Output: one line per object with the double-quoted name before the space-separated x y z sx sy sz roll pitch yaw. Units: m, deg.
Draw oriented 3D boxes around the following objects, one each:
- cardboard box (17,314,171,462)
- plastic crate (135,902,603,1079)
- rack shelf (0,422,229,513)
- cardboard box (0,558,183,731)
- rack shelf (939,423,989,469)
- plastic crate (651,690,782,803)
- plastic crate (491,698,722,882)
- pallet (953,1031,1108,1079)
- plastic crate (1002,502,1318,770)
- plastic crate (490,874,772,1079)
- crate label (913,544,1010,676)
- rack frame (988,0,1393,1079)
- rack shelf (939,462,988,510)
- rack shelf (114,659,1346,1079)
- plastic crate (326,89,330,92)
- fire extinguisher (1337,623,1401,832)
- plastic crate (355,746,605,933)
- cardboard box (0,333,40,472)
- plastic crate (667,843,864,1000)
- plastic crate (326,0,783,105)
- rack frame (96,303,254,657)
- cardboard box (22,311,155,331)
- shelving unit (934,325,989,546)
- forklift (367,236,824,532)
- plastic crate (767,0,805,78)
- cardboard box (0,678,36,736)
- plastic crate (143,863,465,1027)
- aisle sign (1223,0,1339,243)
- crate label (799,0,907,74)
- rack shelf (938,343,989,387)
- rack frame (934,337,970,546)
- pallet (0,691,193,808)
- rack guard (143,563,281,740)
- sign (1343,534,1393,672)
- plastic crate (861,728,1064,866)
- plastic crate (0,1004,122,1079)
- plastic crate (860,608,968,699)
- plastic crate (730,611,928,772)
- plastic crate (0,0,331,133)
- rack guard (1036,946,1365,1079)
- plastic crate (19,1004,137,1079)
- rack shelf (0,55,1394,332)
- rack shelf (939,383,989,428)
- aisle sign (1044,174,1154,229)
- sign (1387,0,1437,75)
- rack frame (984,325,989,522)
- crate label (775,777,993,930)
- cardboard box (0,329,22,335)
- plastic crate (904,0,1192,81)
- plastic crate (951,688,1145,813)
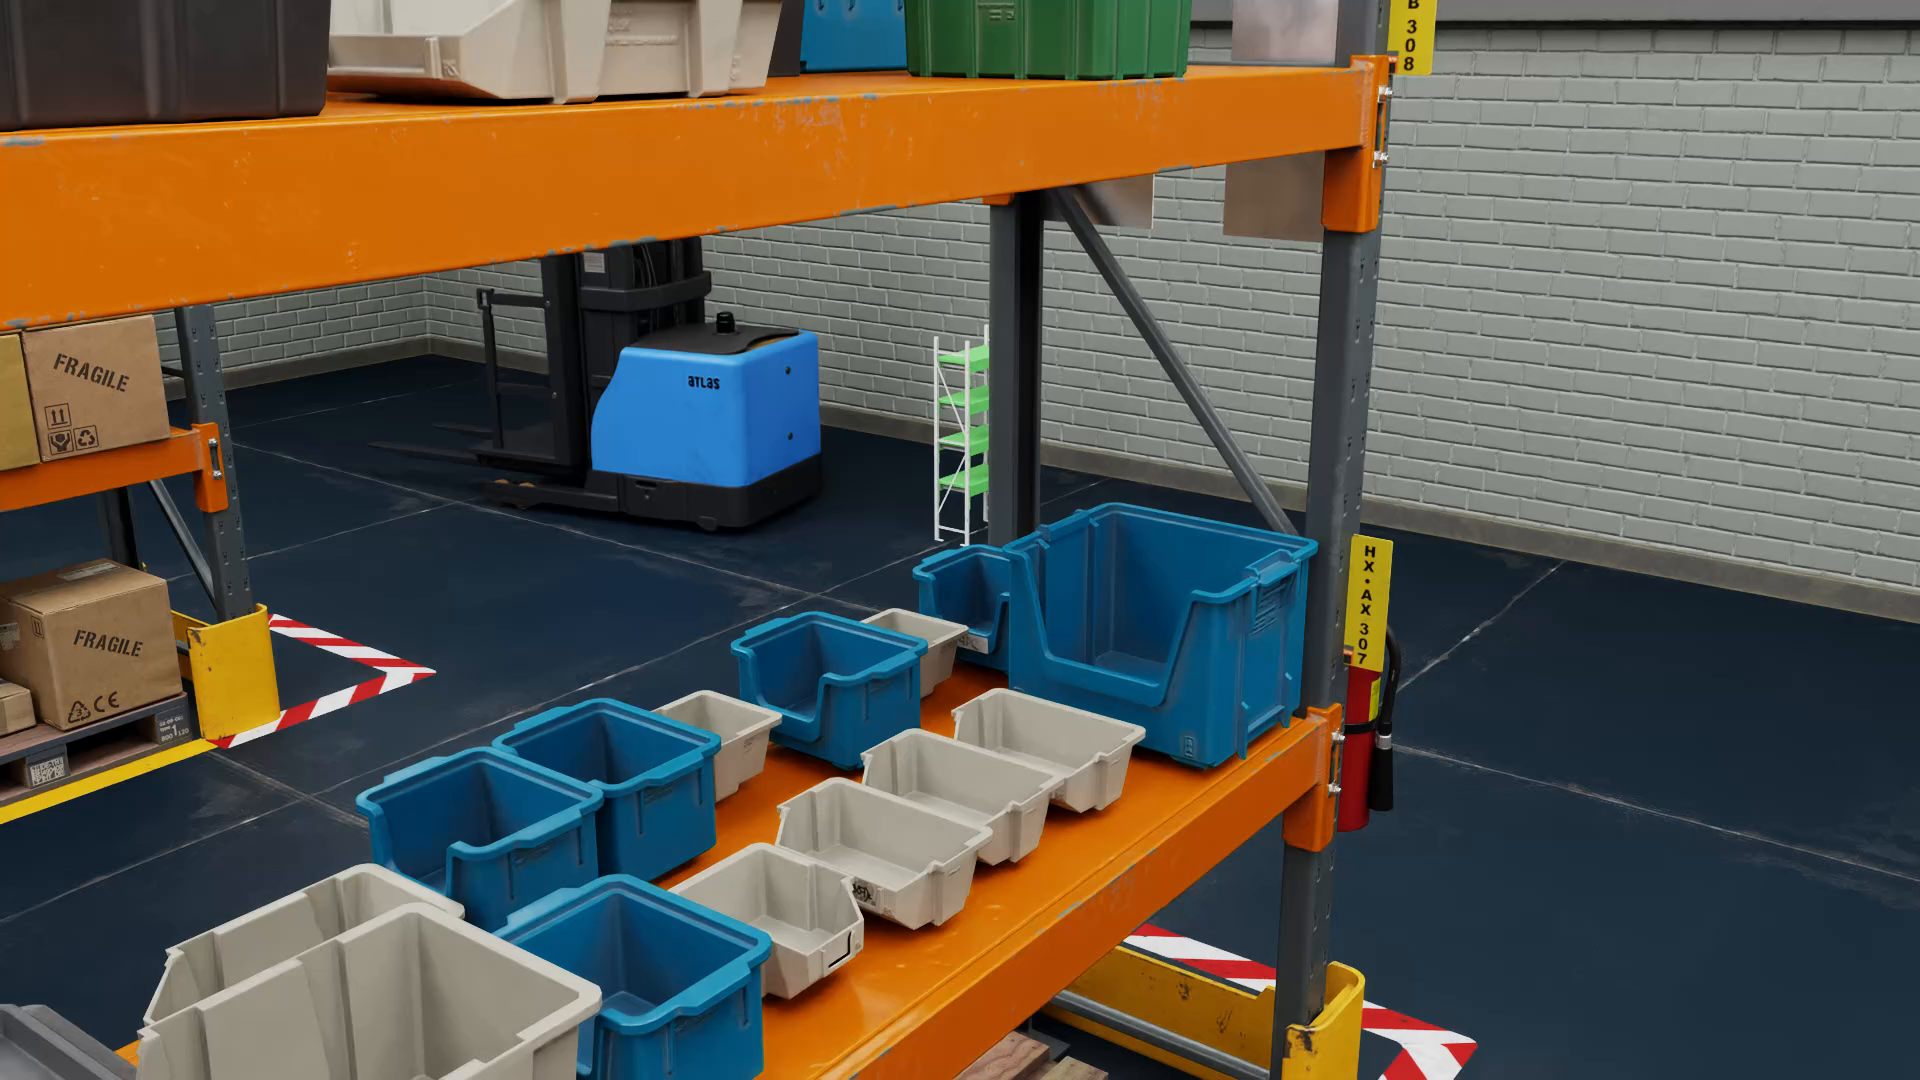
"cardboard box" -3.513 -0.635 6.561 0.500 0.500 0.500 13 22 36
"plastic crate" -0.815 0.784 2.260 0.437 0.282 0.530 12 21 35
"rack shelf" -4.657 0.078 5.647 1.077 0.370 4.000 12 21 35
"cardboard box" -3.591 0.415 6.823 0.500 0.500 0.500 12 21 35
"rack shelf" 0.099 -0.551 9.712 0.258 0.148 0.480 12 21 35
"plastic crate" -0.562 0.456 3.562 0.250 0.136 0.298 12 21 35
"plastic crate" -0.685 0.500 3.257 0.416 0.233 0.300 12 21 35
"pallet" -0.012 1.656 4.056 1.003 0.211 1.213 12 21 35
"plastic crate" 0.461 0.202 3.876 0.616 0.435 0.499 12 21 35
"plastic crate" -0.507 0.720 2.548 0.416 0.233 0.300 12 21 35
"crate label" 0.099 0.186 4.267 0.416 0.233 0.303 12 21 35
"rack frame" 0.511 0.134 4.253 1.000 3.000 0.127 12 21 35
"rack shelf" 0.099 -0.322 9.783 0.258 0.148 0.480 12 21 35
"rack shelf" -0.681 0.954 2.826 1.077 0.370 4.000 12 21 35
"plastic crate" -1.057 -0.768 2.302 0.437 0.282 0.530 12 21 35
"fire extinguisher" 0.966 0.394 4.177 0.296 0.674 0.183 12 21 35
"plastic crate" -0.864 0.571 3.027 0.416 0.233 0.300 12 21 35
"cardboard box" -3.819 -0.511 6.161 0.500 0.500 0.500 13 21 35
"plastic crate" -0.322 0.669 2.876 0.298 0.136 0.250 12 21 35
"plastic crate" -0.521 -0.636 2.121 0.437 0.136 0.530 12 21 35
"rack frame" -3.465 -0.742 7.075 1.000 3.000 0.127 12 21 35
"cardboard box" -3.509 -1.112 6.414 0.500 0.500 0.500 12 21 34
"shelving unit" 0.099 -0.612 9.693 0.258 1.200 0.503 12 21 35
"forklift" -2.424 -1.723 10.350 3.031 2.935 1.130 8 19 23
"plastic crate" -0.620 -0.953 2.802 0.504 0.338 0.767 12 21 35
"cardboard box" -3.905 0.655 6.613 0.380 0.166 0.250 12 21 35
"plastic crate" -1.076 0.717 2.722 0.293 0.136 0.466 12 21 35
"aisle sign" 0.789 -1.072 3.756 0.394 0.787 0.004 12 21 35
"crate label" -0.298 -1.064 3.306 0.408 0.251 0.502 12 21 35
"rack shelf" 0.099 -1.010 9.569 0.258 0.148 0.480 12 21 35
"rack frame" -0.047 -0.554 9.506 0.240 1.200 0.015 12 21 35
"pallet" -3.984 0.798 6.818 1.003 0.211 1.213 12 21 35
"rack guard" -3.510 0.470 7.387 1.175 0.500 0.348 12 21 35
"sign" 0.962 0.150 3.928 0.100 0.325 0.005 12 21 35
"plastic crate" -0.014 0.524 3.341 0.396 0.136 0.243 12 21 35
"plastic crate" -1.139 0.860 1.709 0.402 0.464 0.583 12 21 35
"plastic crate" -0.158 0.294 4.082 0.250 0.136 0.298 12 21 35
"plastic crate" -0.293 0.343 3.762 0.416 0.233 0.300 12 21 35
"plastic crate" -0.912 -0.530 1.556 0.497 0.269 0.590 12 21 35
"rack guard" 0.515 1.320 4.650 1.175 0.500 0.348 12 21 35
"plastic crate" -1.421 0.876 2.228 0.437 0.125 0.590 12 21 35
"rack shelf" -0.681 -0.478 2.381 1.077 0.370 4.000 12 21 35
"rack shelf" 0.099 -0.781 9.641 0.258 0.148 0.480 12 21 35
"aisle sign" 0.315 -1.177 4.092 0.394 0.787 0.004 12 21 35
"sign" 0.962 -1.155 3.523 0.100 0.325 0.005 12 21 35
"rack frame" 0.244 -0.671 9.880 0.240 1.200 0.015 12 21 35
"crate label" -0.160 0.595 3.113 0.396 0.136 0.243 12 21 35
"cardboard box" -3.810 -0.992 6.026 0.500 0.500 0.500 13 22 36
"plastic crate" 0.153 -0.912 2.921 0.450 0.188 0.336 12 21 35
"plastic crate" 0.170 0.458 3.555 0.396 0.136 0.243 12 21 35
